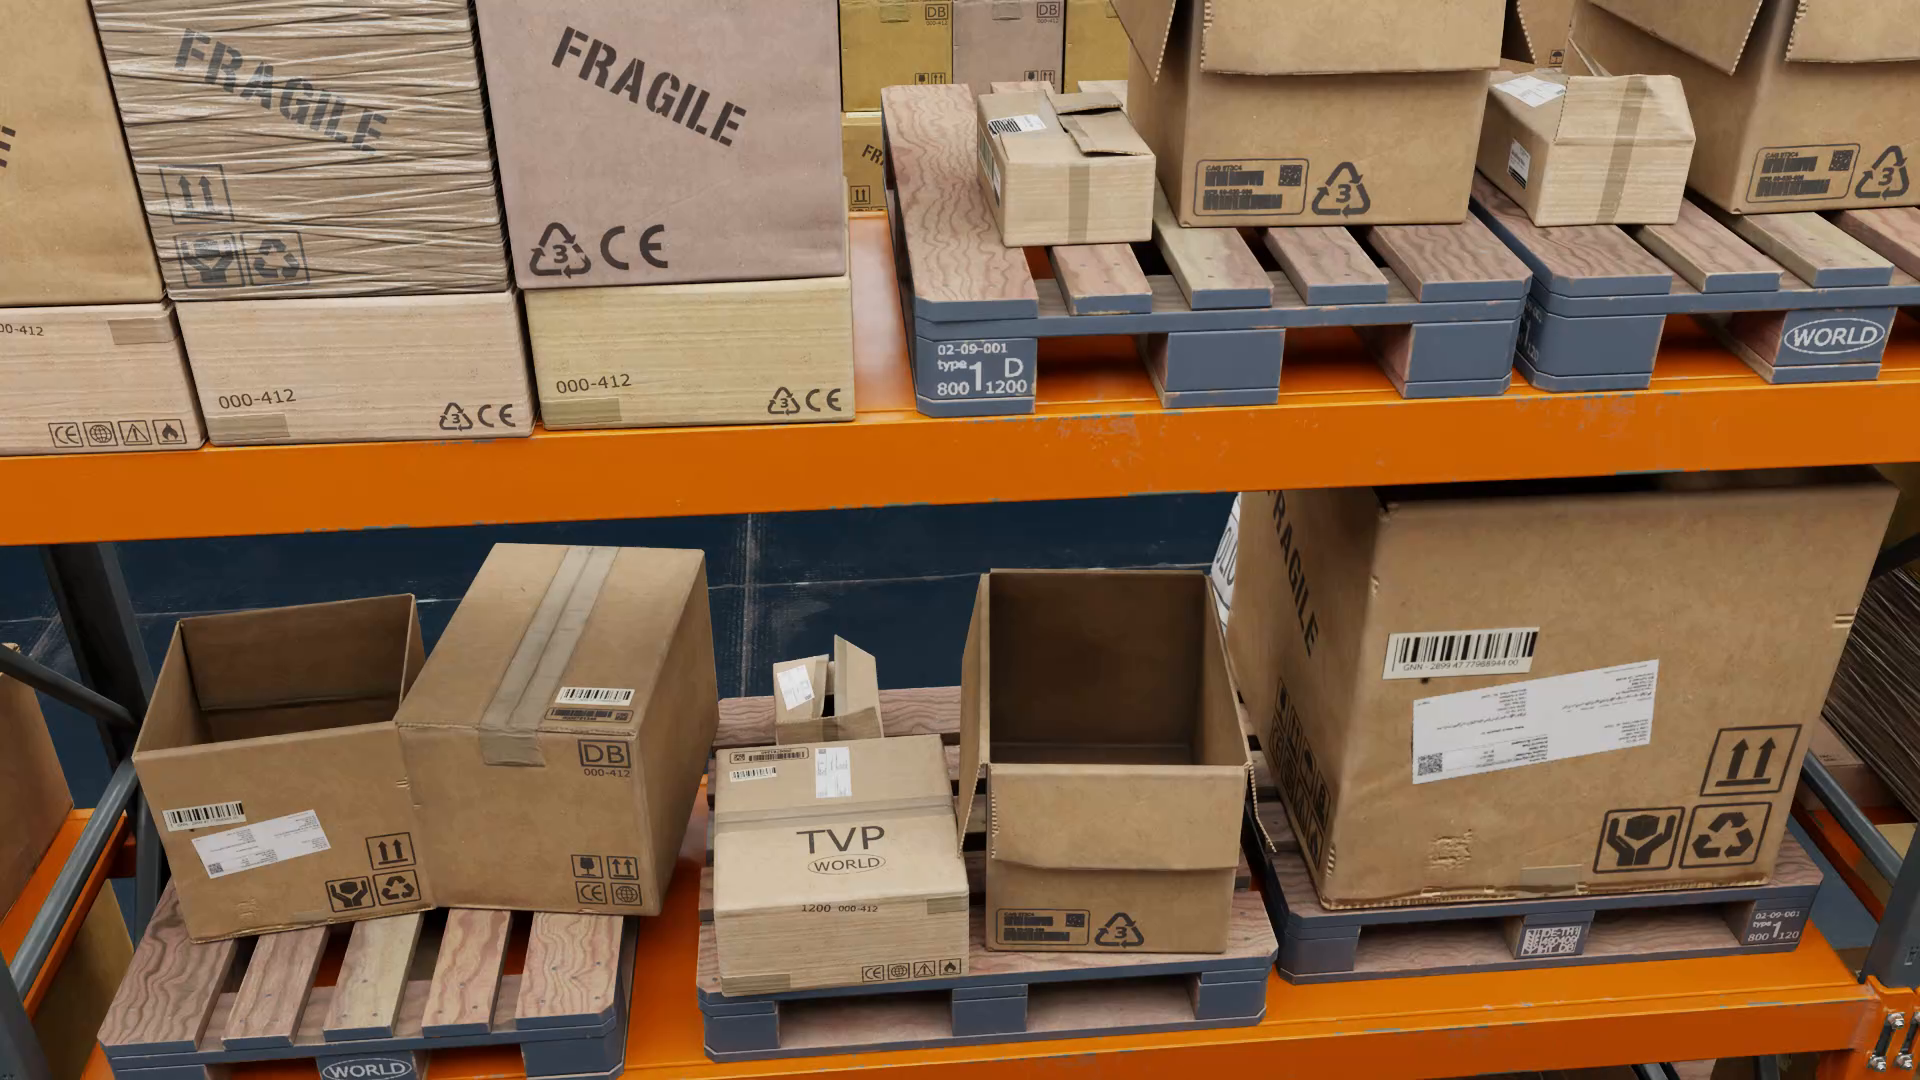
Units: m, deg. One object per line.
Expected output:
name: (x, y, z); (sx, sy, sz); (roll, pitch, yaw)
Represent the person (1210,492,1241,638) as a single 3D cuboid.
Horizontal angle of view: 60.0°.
person: (1.048, 0.345, 5.549); (0.435, 1.748, 0.591); (-3, 31, -5)
